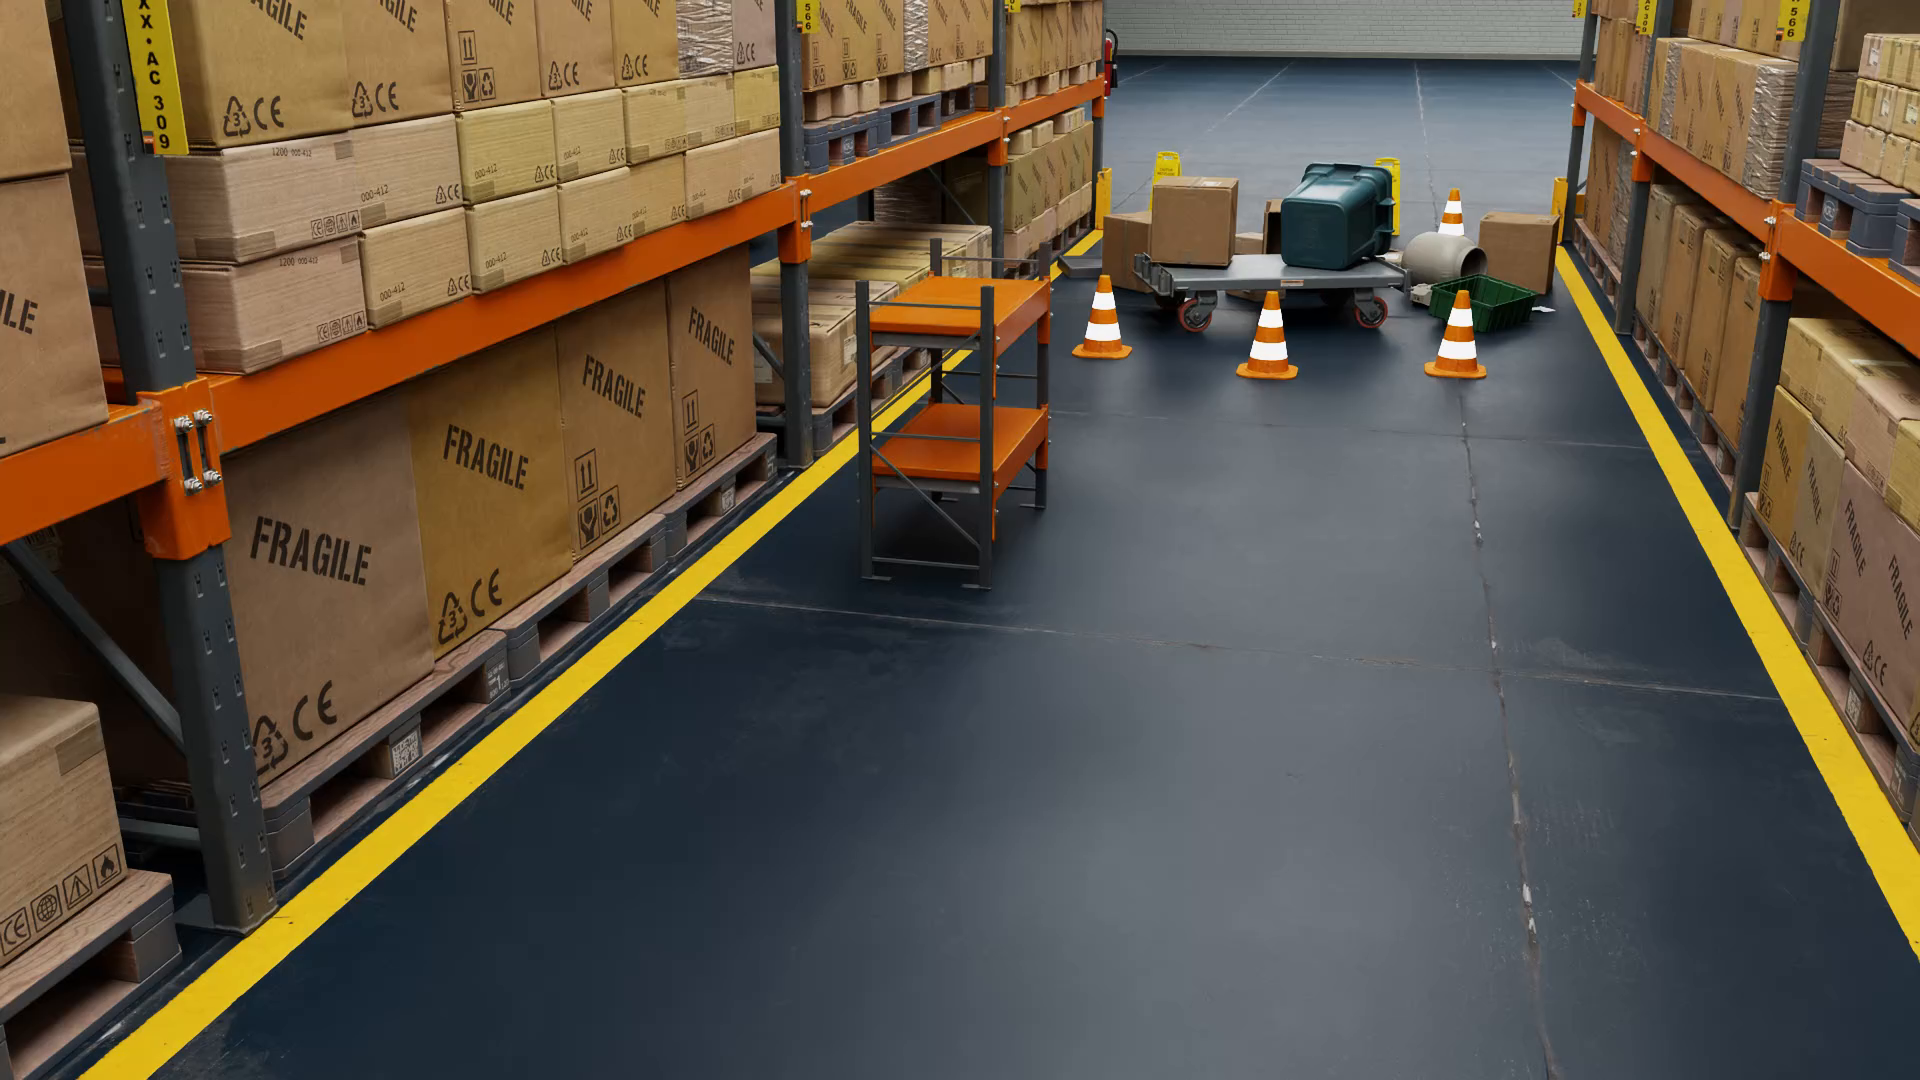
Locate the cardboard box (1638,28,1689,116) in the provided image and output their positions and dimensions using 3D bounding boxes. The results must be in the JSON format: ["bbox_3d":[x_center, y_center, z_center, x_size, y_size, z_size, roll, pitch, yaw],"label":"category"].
[{"bbox_3d":[4.702,-2.873,10.226,0.875,0.550,0.550,5,19,13],"label":"cardboard box"}]

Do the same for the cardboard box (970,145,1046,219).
[{"bbox_3d":[0.324,-2.629,12.189,0.500,0.500,0.500,5,20,16],"label":"cardboard box"}]

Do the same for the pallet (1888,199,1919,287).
[{"bbox_3d":[3.202,-0.717,4.443,1.003,0.211,1.213,5,19,13],"label":"pallet"}]

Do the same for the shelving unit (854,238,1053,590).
[{"bbox_3d":[-0.002,-0.530,6.500,0.538,1.125,1.048,5,19,13],"label":"shelving unit"}]

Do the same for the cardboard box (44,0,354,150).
[{"bbox_3d":[-1.769,-1.173,3.779,0.500,0.500,0.500,5,19,14],"label":"cardboard box"}]

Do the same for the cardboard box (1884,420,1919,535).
[{"bbox_3d":[2.860,-0.129,4.481,0.500,0.250,0.500,4,19,11],"label":"cardboard box"}]

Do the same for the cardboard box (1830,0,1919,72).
[{"bbox_3d":[3.766,-2.092,6.470,0.700,0.500,0.500,5,19,13],"label":"cardboard box"}]

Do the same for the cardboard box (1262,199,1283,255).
[{"bbox_3d":[2.582,-2.137,11.955,0.797,0.637,0.503,5,19,13],"label":"cardboard box"}]

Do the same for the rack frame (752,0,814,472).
[{"bbox_3d":[-1.178,-1.791,7.290,1.000,3.000,0.127,5,19,13],"label":"rack frame"}]

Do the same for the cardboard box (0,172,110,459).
[{"bbox_3d":[-2.021,-0.419,3.118,0.500,0.500,0.500,5,19,14],"label":"cardboard box"}]

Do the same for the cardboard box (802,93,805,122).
[{"bbox_3d":[-0.919,-1.958,7.518,0.380,0.149,0.250,4,19,10],"label":"cardboard box"}]

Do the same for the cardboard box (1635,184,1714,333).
[{"bbox_3d":[4.559,-1.618,9.614,1.050,0.750,0.750,5,19,13],"label":"cardboard box"}]

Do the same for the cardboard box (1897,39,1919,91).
[{"bbox_3d":[3.218,-1.502,5.264,0.380,0.149,0.250,5,19,13],"label":"cardboard box"}]

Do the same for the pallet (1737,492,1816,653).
[{"bbox_3d":[3.454,0.133,5.972,1.003,0.211,1.213,5,19,13],"label":"pallet"}]

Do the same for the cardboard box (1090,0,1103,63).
[{"bbox_3d":[0.911,-4.294,14.005,0.500,0.500,0.500,4,19,12],"label":"cardboard box"}]

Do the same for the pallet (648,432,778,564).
[{"bbox_3d":[-1.444,-0.230,7.034,1.003,0.211,1.213,5,19,13],"label":"pallet"}]

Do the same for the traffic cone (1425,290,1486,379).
[{"bbox_3d":[2.832,-1.184,9.437,0.336,0.463,0.334,5,19,13],"label":"traffic cone"}]

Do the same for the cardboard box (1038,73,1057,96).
[{"bbox_3d":[0.509,-3.399,12.387,0.380,0.149,0.250,5,19,14],"label":"cardboard box"}]

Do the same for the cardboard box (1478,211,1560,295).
[{"bbox_3d":[4.008,-2.071,11.974,0.500,0.500,0.500,8,21,23],"label":"cardboard box"}]

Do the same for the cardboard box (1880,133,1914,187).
[{"bbox_3d":[3.210,-1.218,5.353,0.380,0.149,0.250,6,20,16],"label":"cardboard box"}]

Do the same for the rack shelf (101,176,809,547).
[{"bbox_3d":[-1.667,-0.823,5.571,1.077,0.370,4.000,5,19,13],"label":"rack shelf"}]

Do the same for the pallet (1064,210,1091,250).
[{"bbox_3d":[0.525,-2.703,14.274,1.003,0.211,1.213,5,19,13],"label":"pallet"}]

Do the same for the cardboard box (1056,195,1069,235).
[{"bbox_3d":[0.583,-2.595,13.248,0.500,0.250,0.500,4,19,11],"label":"cardboard box"}]

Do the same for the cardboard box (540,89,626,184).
[{"bbox_3d":[-1.404,-1.299,5.307,0.500,0.250,0.500,4,19,12],"label":"cardboard box"}]

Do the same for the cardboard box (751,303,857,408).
[{"bbox_3d":[-1.031,-0.922,8.163,0.950,0.372,0.625,3,19,10],"label":"cardboard box"}]

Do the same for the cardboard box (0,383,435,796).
[{"bbox_3d":[-2.082,0.069,4.482,0.875,0.875,0.875,5,20,15],"label":"cardboard box"}]

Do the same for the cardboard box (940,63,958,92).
[{"bbox_3d":[-0.228,-2.696,9.680,0.380,0.149,0.250,5,19,14],"label":"cardboard box"}]

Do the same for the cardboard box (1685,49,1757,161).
[{"bbox_3d":[3.863,-2.115,8.084,0.500,0.500,0.500,5,19,14],"label":"cardboard box"}]

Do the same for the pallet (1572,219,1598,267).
[{"bbox_3d":[5.482,-2.363,13.278,1.003,0.211,1.213,5,19,13],"label":"pallet"}]

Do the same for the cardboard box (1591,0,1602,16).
[{"bbox_3d":[5.473,-4.408,13.049,0.875,0.550,0.550,5,19,13],"label":"cardboard box"}]

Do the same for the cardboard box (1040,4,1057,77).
[{"bbox_3d":[0.412,-3.664,12.159,0.500,0.500,0.500,4,19,13],"label":"cardboard box"}]

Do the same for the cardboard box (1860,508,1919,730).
[{"bbox_3d":[2.861,0.233,4.581,0.500,0.500,0.500,4,19,12],"label":"cardboard box"}]

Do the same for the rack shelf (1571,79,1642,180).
[{"bbox_3d":[5.112,-2.972,11.860,1.077,0.370,4.000,5,19,13],"label":"rack shelf"}]

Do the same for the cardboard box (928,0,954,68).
[{"bbox_3d":[-0.343,-2.952,9.424,0.500,0.500,0.500,5,20,15],"label":"cardboard box"}]

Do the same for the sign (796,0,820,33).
[{"bbox_3d":[-0.639,-2.296,6.977,0.100,0.325,0.005,5,19,13],"label":"sign"}]

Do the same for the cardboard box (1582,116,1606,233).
[{"bbox_3d":[5.499,-2.914,13.217,0.875,0.875,0.875,5,19,14],"label":"cardboard box"}]

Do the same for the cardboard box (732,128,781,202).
[{"bbox_3d":[-1.050,-1.541,6.790,0.500,0.250,0.500,4,19,11],"label":"cardboard box"}]

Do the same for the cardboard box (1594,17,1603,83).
[{"bbox_3d":[5.554,-3.890,13.204,0.875,0.550,0.550,5,19,13],"label":"cardboard box"}]

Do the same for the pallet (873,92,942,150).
[{"bbox_3d":[-0.734,-2.324,9.147,1.003,0.211,1.213,5,19,13],"label":"pallet"}]

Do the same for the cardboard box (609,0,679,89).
[{"bbox_3d":[-1.296,-1.812,5.650,0.500,0.500,0.500,5,19,13],"label":"cardboard box"}]

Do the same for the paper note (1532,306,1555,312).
[{"bbox_3d":[3.910,-1.563,11.215,0.147,0.020,0.142,-9,21,-24],"label":"paper note"}]

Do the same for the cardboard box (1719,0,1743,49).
[{"bbox_3d":[4.261,-2.730,8.338,0.700,0.500,0.500,5,19,14],"label":"cardboard box"}]

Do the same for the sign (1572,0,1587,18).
[{"bbox_3d":[5.064,-4.432,13.560,0.100,0.325,0.005,5,19,13],"label":"sign"}]

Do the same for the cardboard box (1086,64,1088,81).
[{"bbox_3d":[0.855,-3.878,13.790,0.380,0.149,0.250,4,19,12],"label":"cardboard box"}]

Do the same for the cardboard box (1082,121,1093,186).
[{"bbox_3d":[0.833,-3.279,14.091,0.500,0.500,0.500,5,19,14],"label":"cardboard box"}]

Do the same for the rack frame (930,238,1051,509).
[{"bbox_3d":[0.123,-0.690,6.966,0.500,1.125,0.032,5,19,13],"label":"rack frame"}]

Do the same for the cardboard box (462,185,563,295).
[{"bbox_3d":[-1.526,-0.905,4.928,0.500,0.250,0.500,4,19,13],"label":"cardboard box"}]

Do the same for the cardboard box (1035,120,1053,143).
[{"bbox_3d":[0.480,-3.048,12.410,0.380,0.149,0.250,6,20,17],"label":"cardboard box"}]

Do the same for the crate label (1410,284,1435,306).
[{"bbox_3d":[3.233,-1.667,11.355,0.298,0.136,0.250,-9,21,-24],"label":"crate label"}]

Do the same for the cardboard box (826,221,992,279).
[{"bbox_3d":[-0.327,-1.835,10.835,0.950,0.372,0.625,5,19,14],"label":"cardboard box"}]

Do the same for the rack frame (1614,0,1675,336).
[{"bbox_3d":[4.624,-2.685,9.908,1.000,3.000,0.127,5,19,13],"label":"rack frame"}]

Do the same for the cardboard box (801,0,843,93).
[{"bbox_3d":[-0.844,-2.300,7.517,0.500,0.500,0.500,4,19,12],"label":"cardboard box"}]

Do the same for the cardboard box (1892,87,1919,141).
[{"bbox_3d":[3.207,-1.347,5.270,0.380,0.149,0.250,4,19,12],"label":"cardboard box"}]
